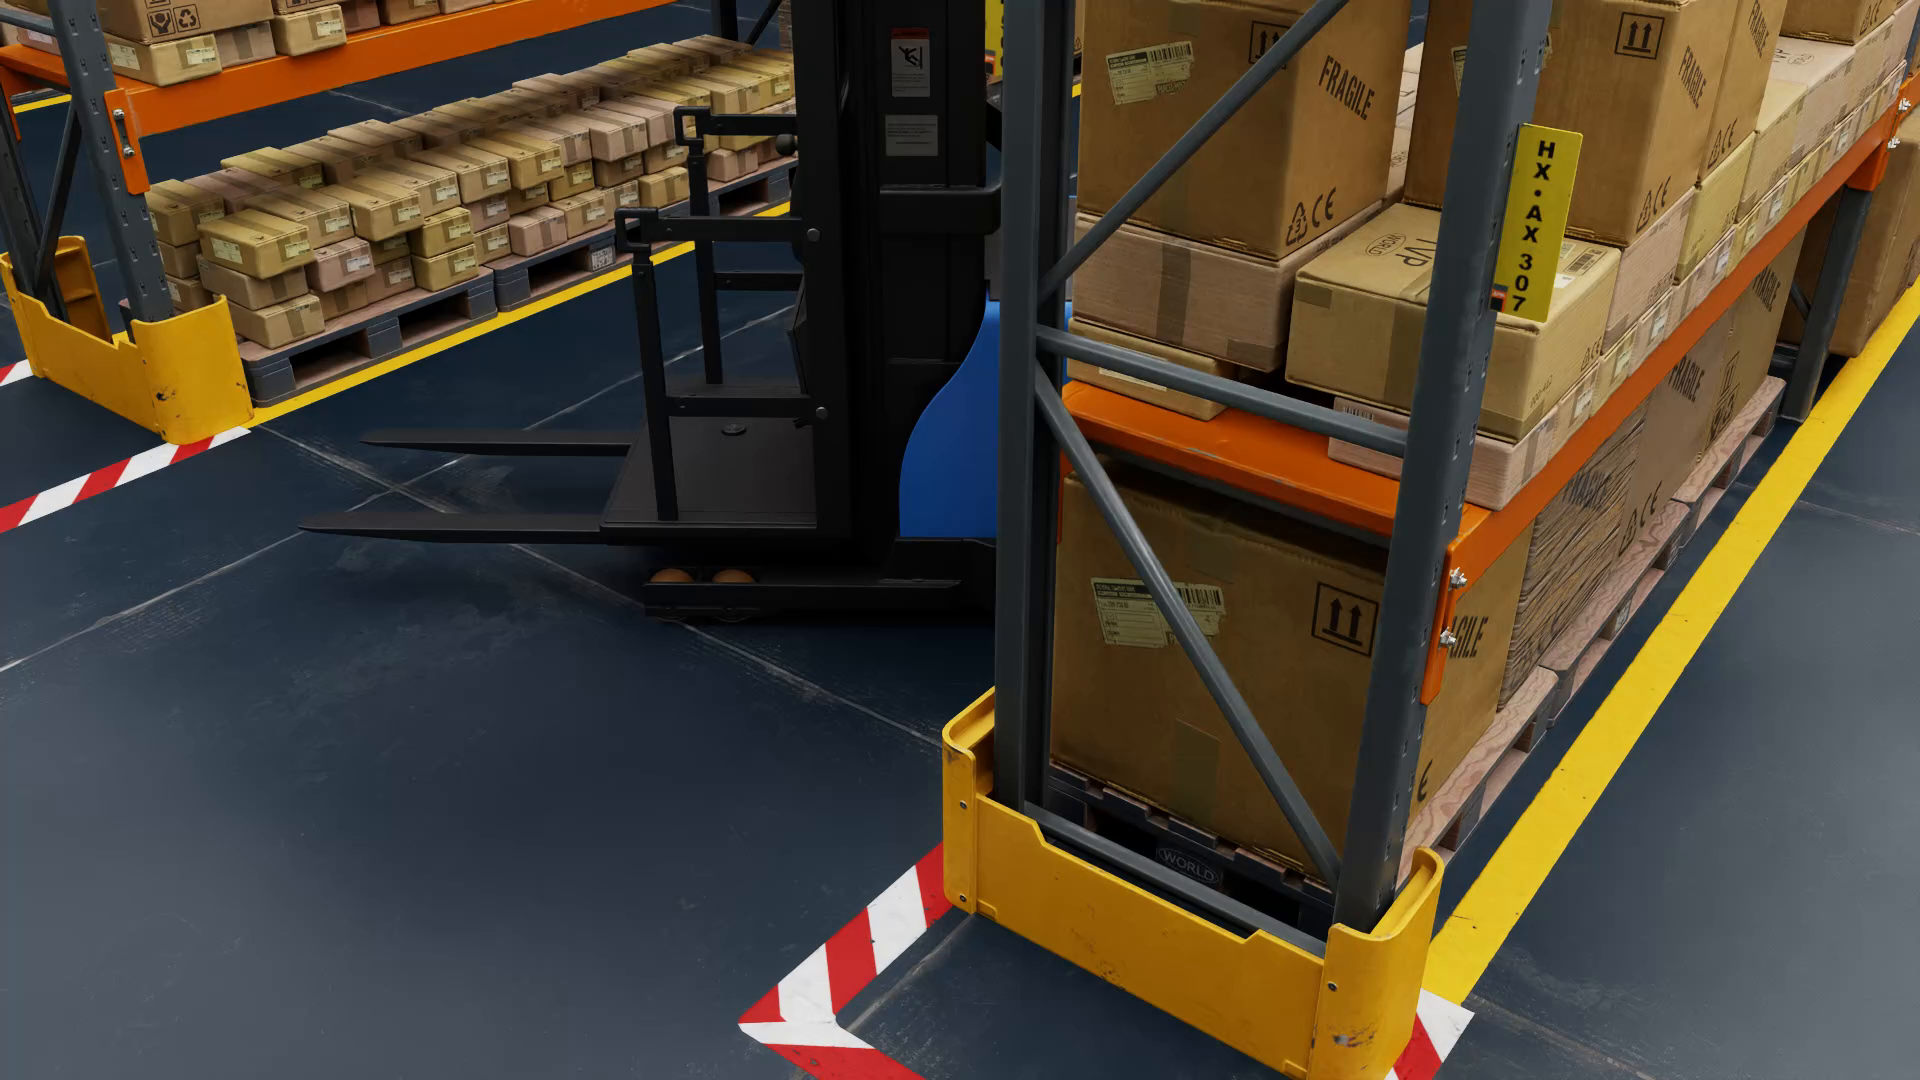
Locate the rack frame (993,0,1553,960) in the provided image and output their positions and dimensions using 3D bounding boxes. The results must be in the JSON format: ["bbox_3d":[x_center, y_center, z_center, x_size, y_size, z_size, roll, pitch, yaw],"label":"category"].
[{"bbox_3d":[0.516,-0.290,3.297,1.000,3.000,0.127,21,37,31],"label":"rack frame"}]

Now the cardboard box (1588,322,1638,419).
[{"bbox_3d":[1.301,-0.433,3.785,0.380,0.149,0.250,20,36,30],"label":"cardboard box"}]

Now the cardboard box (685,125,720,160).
[{"bbox_3d":[-1.431,-2.040,8.342,0.380,0.149,0.250,21,37,32],"label":"cardboard box"}]

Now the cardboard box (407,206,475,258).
[{"bbox_3d":[-2.328,-1.365,7.204,0.380,0.149,0.250,22,37,33],"label":"cardboard box"}]

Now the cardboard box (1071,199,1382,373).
[{"bbox_3d":[0.597,-0.632,3.729,0.500,0.250,0.500,20,36,31],"label":"cardboard box"}]

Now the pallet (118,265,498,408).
[{"bbox_3d":[-2.813,-1.008,7.244,1.003,0.211,1.213,21,37,31],"label":"pallet"}]

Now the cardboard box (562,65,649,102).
[{"bbox_3d":[-1.802,-2.292,8.477,0.380,0.149,0.250,20,36,30],"label":"cardboard box"}]

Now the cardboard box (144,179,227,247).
[{"bbox_3d":[-3.260,-1.361,6.905,0.380,0.149,0.250,22,37,32],"label":"cardboard box"}]

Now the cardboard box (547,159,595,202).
[{"bbox_3d":[-1.942,-1.732,7.823,0.380,0.149,0.250,23,38,33],"label":"cardboard box"}]

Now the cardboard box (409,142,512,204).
[{"bbox_3d":[-2.207,-1.624,7.349,0.380,0.149,0.250,23,37,33],"label":"cardboard box"}]

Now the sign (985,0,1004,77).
[{"bbox_3d":[0.091,-1.062,3.232,0.100,0.325,0.005,21,37,31],"label":"sign"}]

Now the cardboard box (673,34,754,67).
[{"bbox_3d":[-1.336,-2.617,9.025,0.380,0.149,0.250,23,38,33],"label":"cardboard box"}]

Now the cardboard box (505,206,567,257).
[{"bbox_3d":[-2.030,-1.438,7.619,0.380,0.149,0.250,19,36,29],"label":"cardboard box"}]

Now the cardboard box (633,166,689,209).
[{"bbox_3d":[-1.553,-1.752,8.149,0.380,0.149,0.250,21,37,31],"label":"cardboard box"}]

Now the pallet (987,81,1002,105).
[{"bbox_3d":[-0.494,-2.600,9.931,1.003,0.211,1.213,21,37,31],"label":"pallet"}]

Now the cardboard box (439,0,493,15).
[{"bbox_3d":[-2.193,-2.331,6.987,0.380,0.149,0.250,20,36,30],"label":"cardboard box"}]

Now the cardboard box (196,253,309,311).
[{"bbox_3d":[-2.857,-1.073,6.712,0.380,0.149,0.250,23,38,33],"label":"cardboard box"}]

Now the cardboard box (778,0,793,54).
[{"bbox_3d":[-0.717,-2.967,9.854,0.500,0.500,0.500,20,36,30],"label":"cardboard box"}]

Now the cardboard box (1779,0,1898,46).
[{"bbox_3d":[2.560,-1.830,5.016,0.500,0.500,0.500,22,37,32],"label":"cardboard box"}]

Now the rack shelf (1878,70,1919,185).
[{"bbox_3d":[4.137,-2.419,7.595,1.077,0.370,4.000,21,37,31],"label":"rack shelf"}]

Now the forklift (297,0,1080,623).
[{"bbox_3d":[-0.630,-1.267,5.013,3.031,2.935,1.130,1,31,1],"label":"forklift"}]

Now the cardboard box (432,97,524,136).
[{"bbox_3d":[-2.300,-1.990,7.966,0.380,0.149,0.250,21,37,32],"label":"cardboard box"}]

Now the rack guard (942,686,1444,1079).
[{"bbox_3d":[0.501,0.795,3.918,1.175,0.500,0.348,21,37,31],"label":"rack guard"}]

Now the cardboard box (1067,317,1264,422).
[{"bbox_3d":[0.468,-0.428,3.776,0.380,0.149,0.250,22,37,32],"label":"cardboard box"}]

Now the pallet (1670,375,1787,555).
[{"bbox_3d":[2.409,-0.431,6.270,1.003,0.211,1.213,21,37,31],"label":"pallet"}]

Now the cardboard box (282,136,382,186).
[{"bbox_3d":[-2.801,-1.675,7.435,0.380,0.149,0.250,20,36,29],"label":"cardboard box"}]

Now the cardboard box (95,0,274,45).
[{"bbox_3d":[-2.886,-2.126,6.005,0.500,0.500,0.500,23,38,33],"label":"cardboard box"}]

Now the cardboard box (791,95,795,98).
[{"bbox_3d":[-0.900,-2.339,8.848,0.380,0.149,0.250,22,37,32],"label":"cardboard box"}]

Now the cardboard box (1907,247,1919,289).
[{"bbox_3d":[3.839,-1.812,7.537,1.225,0.875,0.875,20,36,30],"label":"cardboard box"}]

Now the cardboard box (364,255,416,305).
[{"bbox_3d":[-2.569,-1.161,7.151,0.380,0.149,0.250,22,37,32],"label":"cardboard box"}]

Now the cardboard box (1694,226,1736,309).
[{"bbox_3d":[1.767,-0.748,4.316,0.380,0.149,0.250,21,36,31],"label":"cardboard box"}]

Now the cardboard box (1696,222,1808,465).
[{"bbox_3d":[2.468,-0.939,6.064,0.875,0.875,0.875,21,37,31],"label":"cardboard box"}]

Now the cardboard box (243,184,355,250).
[{"bbox_3d":[-2.720,-1.325,6.844,0.380,0.149,0.250,22,37,32],"label":"cardboard box"}]

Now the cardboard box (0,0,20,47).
[{"bbox_3d":[-5.975,-3.458,10.743,0.875,0.438,0.875,20,36,30],"label":"cardboard box"}]

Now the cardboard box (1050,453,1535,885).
[{"bbox_3d":[0.838,0.159,4.212,0.875,0.875,0.875,21,37,31],"label":"cardboard box"}]

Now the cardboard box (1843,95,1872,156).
[{"bbox_3d":[2.697,-1.374,5.372,0.380,0.149,0.250,20,36,30],"label":"cardboard box"}]

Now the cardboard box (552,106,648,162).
[{"bbox_3d":[-1.699,-1.916,7.841,0.380,0.149,0.250,20,36,30],"label":"cardboard box"}]

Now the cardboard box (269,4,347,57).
[{"bbox_3d":[-2.595,-1.989,6.410,0.380,0.149,0.250,20,36,30],"label":"cardboard box"}]

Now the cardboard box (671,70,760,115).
[{"bbox_3d":[-1.238,-2.249,8.404,0.380,0.149,0.250,21,36,31],"label":"cardboard box"}]

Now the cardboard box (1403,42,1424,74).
[{"bbox_3d":[1.521,-1.258,4.785,0.500,0.250,0.500,21,37,31],"label":"cardboard box"}]

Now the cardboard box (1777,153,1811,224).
[{"bbox_3d":[2.232,-1.060,4.843,0.380,0.149,0.250,20,36,31],"label":"cardboard box"}]

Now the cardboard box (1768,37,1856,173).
[{"bbox_3d":[2.254,-1.300,4.857,0.500,0.250,0.500,22,37,32],"label":"cardboard box"}]

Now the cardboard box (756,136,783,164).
[{"bbox_3d":[-1.152,-2.093,8.724,0.380,0.149,0.250,22,37,33],"label":"cardboard box"}]

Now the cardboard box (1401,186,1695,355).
[{"bbox_3d":[1.329,-0.678,3.808,0.500,0.250,0.500,21,36,31],"label":"cardboard box"}]
